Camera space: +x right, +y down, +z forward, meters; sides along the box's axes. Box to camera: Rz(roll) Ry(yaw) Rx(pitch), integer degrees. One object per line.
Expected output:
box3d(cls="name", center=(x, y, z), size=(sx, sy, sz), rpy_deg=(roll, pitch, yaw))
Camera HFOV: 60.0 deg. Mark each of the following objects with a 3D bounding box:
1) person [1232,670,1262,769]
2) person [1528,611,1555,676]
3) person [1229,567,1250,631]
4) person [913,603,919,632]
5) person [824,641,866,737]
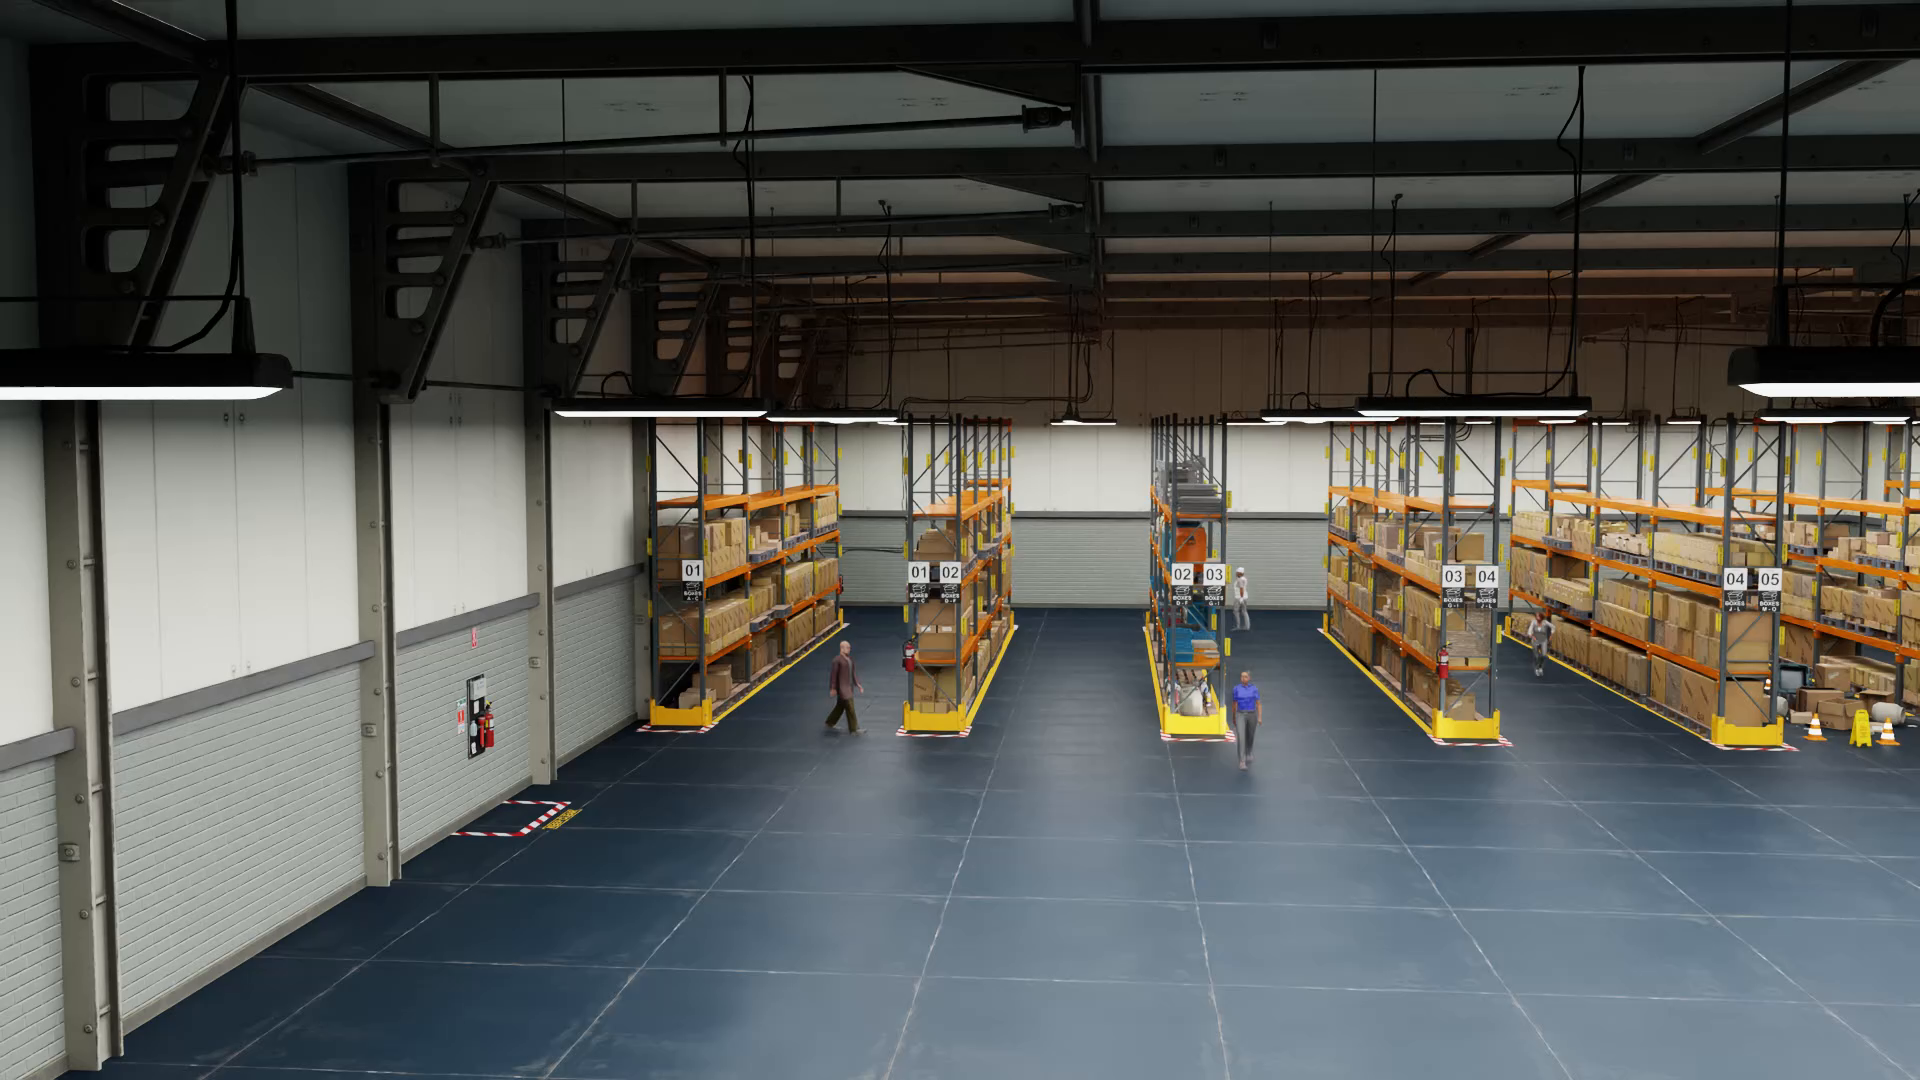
box3d(cls="person", center=(4.853, 3.003, 28.108), size=(0.474, 1.607, 0.937), rpy_deg=(0, 4, 4))
box3d(cls="person", center=(13.361, 2.376, 38.229), size=(0.598, 1.514, 0.783), rpy_deg=(1, 4, 15))
box3d(cls="person", center=(7.929, 1.683, 47.052), size=(0.580, 1.822, 0.614), rpy_deg=(2, 4, 26))
box3d(cls="person", center=(-1.160, 1.702, 46.721), size=(0.489, 1.768, 0.609), rpy_deg=(-4, 5, -43))
box3d(cls="person", center=(-2.136, 2.768, 31.103), size=(1.014, 1.756, 0.578), rpy_deg=(1, 4, 20))
